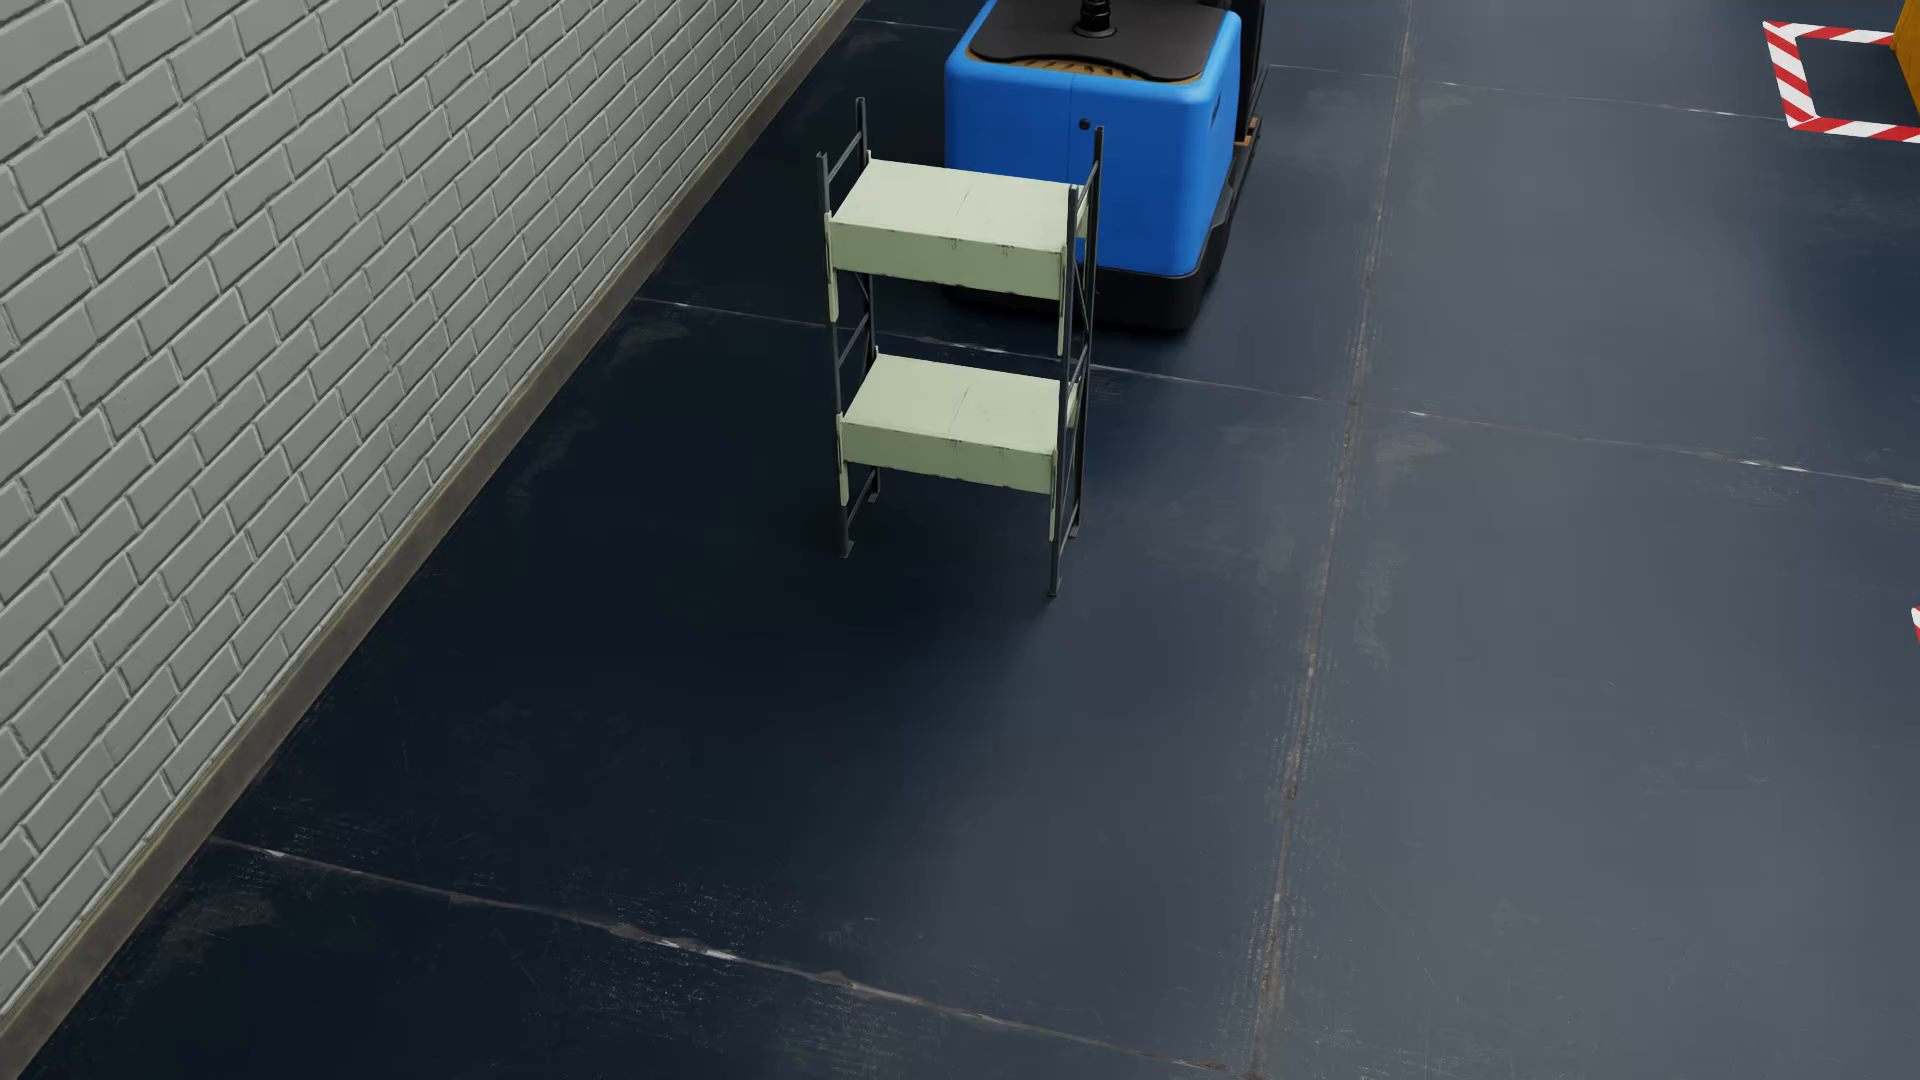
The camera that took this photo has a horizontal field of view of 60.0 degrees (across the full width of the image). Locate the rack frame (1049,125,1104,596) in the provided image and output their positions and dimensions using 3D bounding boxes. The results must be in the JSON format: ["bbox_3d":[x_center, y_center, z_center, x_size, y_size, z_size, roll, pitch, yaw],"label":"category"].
[{"bbox_3d":[0.360,-0.512,5.194,0.023,1.500,0.400,10,41,11],"label":"rack frame"}]

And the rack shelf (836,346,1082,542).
[{"bbox_3d":[0.006,-0.324,5.476,0.720,0.370,0.431,10,41,11],"label":"rack shelf"}]

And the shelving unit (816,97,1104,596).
[{"bbox_3d":[0.006,-0.573,5.266,0.755,1.500,0.431,10,41,11],"label":"shelving unit"}]

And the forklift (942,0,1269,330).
[{"bbox_3d":[0.816,-2.917,6.944,1.130,2.935,3.031,10,41,12],"label":"forklift"}]

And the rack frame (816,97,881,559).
[{"bbox_3d":[-0.347,-0.634,5.339,0.023,1.500,0.400,10,41,11],"label":"rack frame"}]

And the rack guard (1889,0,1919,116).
[{"bbox_3d":[5.008,-2.489,8.325,0.348,0.500,1.175,10,41,11],"label":"rack guard"}]

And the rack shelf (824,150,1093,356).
[{"bbox_3d":[0.006,-0.872,5.015,0.720,0.370,0.431,10,41,11],"label":"rack shelf"}]
